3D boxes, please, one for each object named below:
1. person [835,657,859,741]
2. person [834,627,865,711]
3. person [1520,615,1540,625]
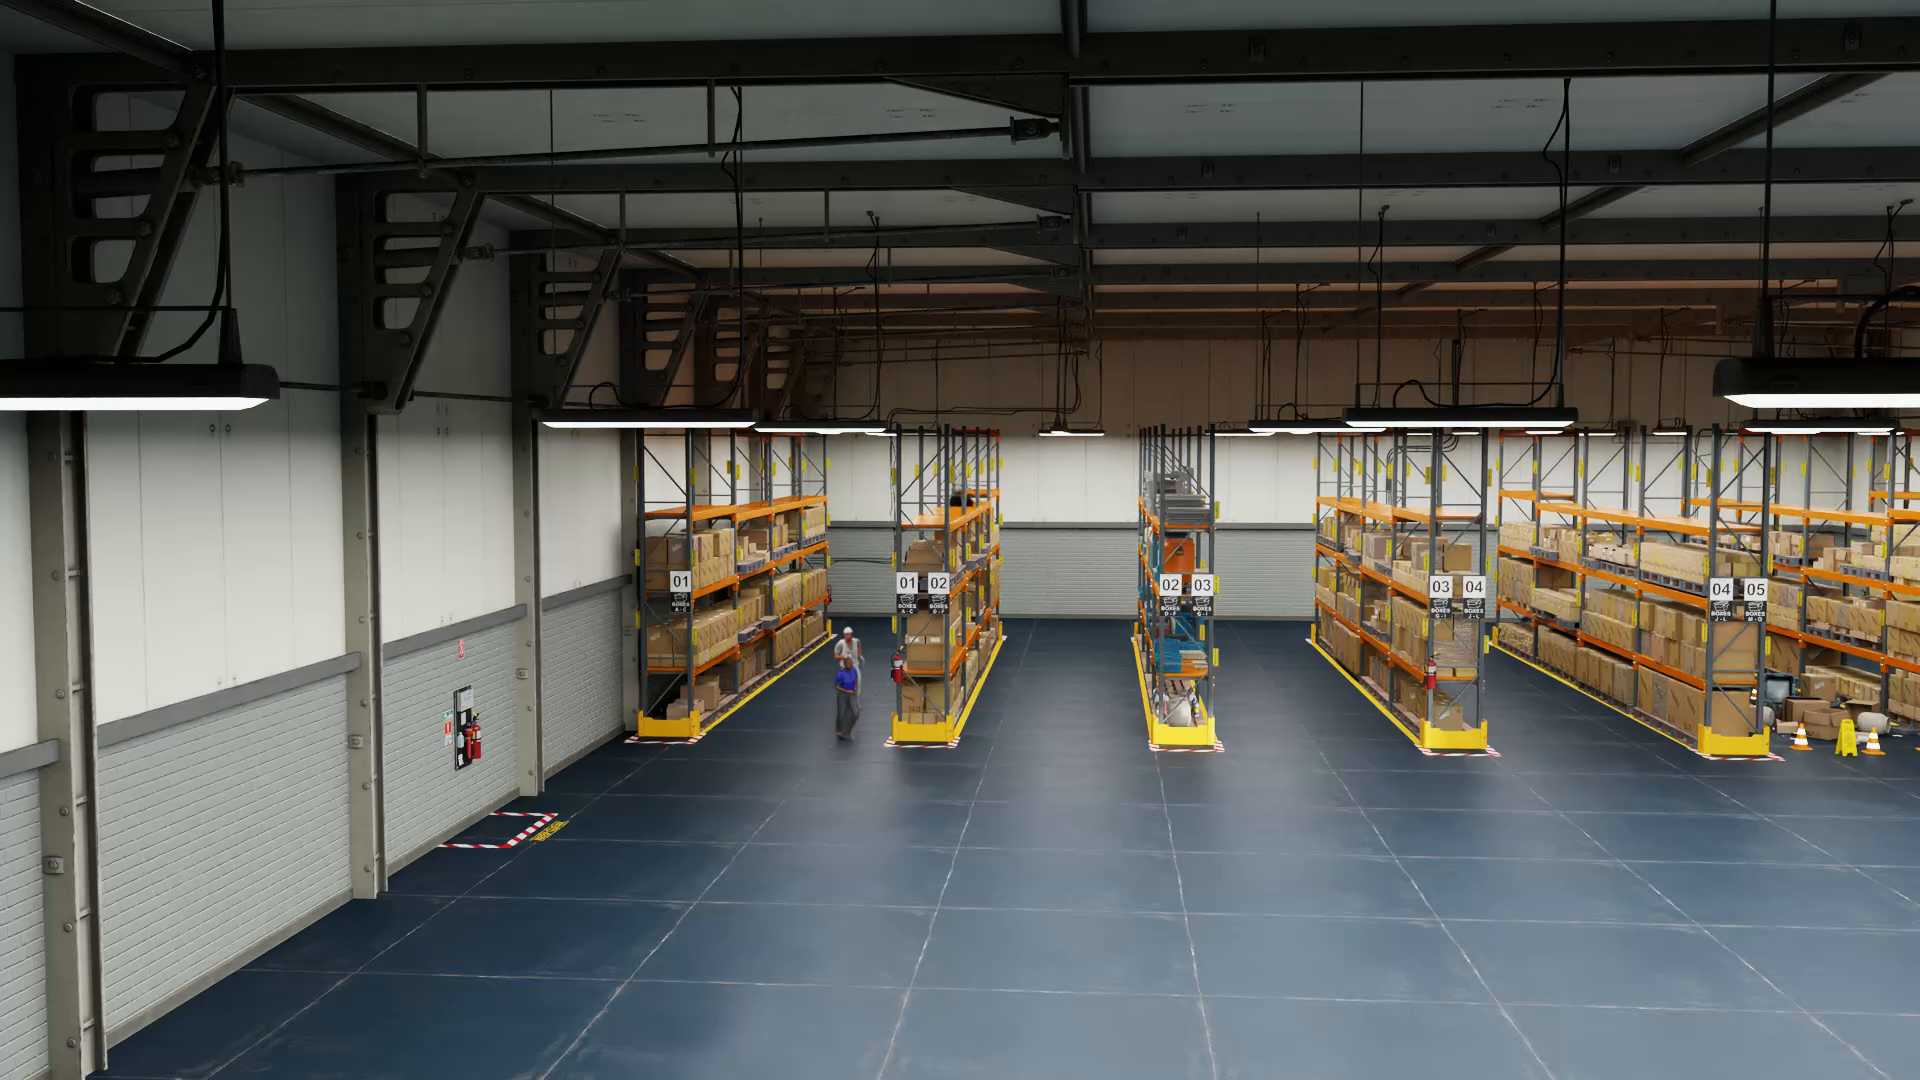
[{"bbox_3d":[-2.170,3.005,31.619,0.542,1.637,0.764,-1,4,-23],"label":"person"},{"bbox_3d":[-2.347,2.705,35.234,0.689,1.763,0.934,-1,4,-14],"label":"person"},{"bbox_3d":[16.150,2.011,47.054,0.820,1.666,0.611,2,4,29],"label":"person"}]
